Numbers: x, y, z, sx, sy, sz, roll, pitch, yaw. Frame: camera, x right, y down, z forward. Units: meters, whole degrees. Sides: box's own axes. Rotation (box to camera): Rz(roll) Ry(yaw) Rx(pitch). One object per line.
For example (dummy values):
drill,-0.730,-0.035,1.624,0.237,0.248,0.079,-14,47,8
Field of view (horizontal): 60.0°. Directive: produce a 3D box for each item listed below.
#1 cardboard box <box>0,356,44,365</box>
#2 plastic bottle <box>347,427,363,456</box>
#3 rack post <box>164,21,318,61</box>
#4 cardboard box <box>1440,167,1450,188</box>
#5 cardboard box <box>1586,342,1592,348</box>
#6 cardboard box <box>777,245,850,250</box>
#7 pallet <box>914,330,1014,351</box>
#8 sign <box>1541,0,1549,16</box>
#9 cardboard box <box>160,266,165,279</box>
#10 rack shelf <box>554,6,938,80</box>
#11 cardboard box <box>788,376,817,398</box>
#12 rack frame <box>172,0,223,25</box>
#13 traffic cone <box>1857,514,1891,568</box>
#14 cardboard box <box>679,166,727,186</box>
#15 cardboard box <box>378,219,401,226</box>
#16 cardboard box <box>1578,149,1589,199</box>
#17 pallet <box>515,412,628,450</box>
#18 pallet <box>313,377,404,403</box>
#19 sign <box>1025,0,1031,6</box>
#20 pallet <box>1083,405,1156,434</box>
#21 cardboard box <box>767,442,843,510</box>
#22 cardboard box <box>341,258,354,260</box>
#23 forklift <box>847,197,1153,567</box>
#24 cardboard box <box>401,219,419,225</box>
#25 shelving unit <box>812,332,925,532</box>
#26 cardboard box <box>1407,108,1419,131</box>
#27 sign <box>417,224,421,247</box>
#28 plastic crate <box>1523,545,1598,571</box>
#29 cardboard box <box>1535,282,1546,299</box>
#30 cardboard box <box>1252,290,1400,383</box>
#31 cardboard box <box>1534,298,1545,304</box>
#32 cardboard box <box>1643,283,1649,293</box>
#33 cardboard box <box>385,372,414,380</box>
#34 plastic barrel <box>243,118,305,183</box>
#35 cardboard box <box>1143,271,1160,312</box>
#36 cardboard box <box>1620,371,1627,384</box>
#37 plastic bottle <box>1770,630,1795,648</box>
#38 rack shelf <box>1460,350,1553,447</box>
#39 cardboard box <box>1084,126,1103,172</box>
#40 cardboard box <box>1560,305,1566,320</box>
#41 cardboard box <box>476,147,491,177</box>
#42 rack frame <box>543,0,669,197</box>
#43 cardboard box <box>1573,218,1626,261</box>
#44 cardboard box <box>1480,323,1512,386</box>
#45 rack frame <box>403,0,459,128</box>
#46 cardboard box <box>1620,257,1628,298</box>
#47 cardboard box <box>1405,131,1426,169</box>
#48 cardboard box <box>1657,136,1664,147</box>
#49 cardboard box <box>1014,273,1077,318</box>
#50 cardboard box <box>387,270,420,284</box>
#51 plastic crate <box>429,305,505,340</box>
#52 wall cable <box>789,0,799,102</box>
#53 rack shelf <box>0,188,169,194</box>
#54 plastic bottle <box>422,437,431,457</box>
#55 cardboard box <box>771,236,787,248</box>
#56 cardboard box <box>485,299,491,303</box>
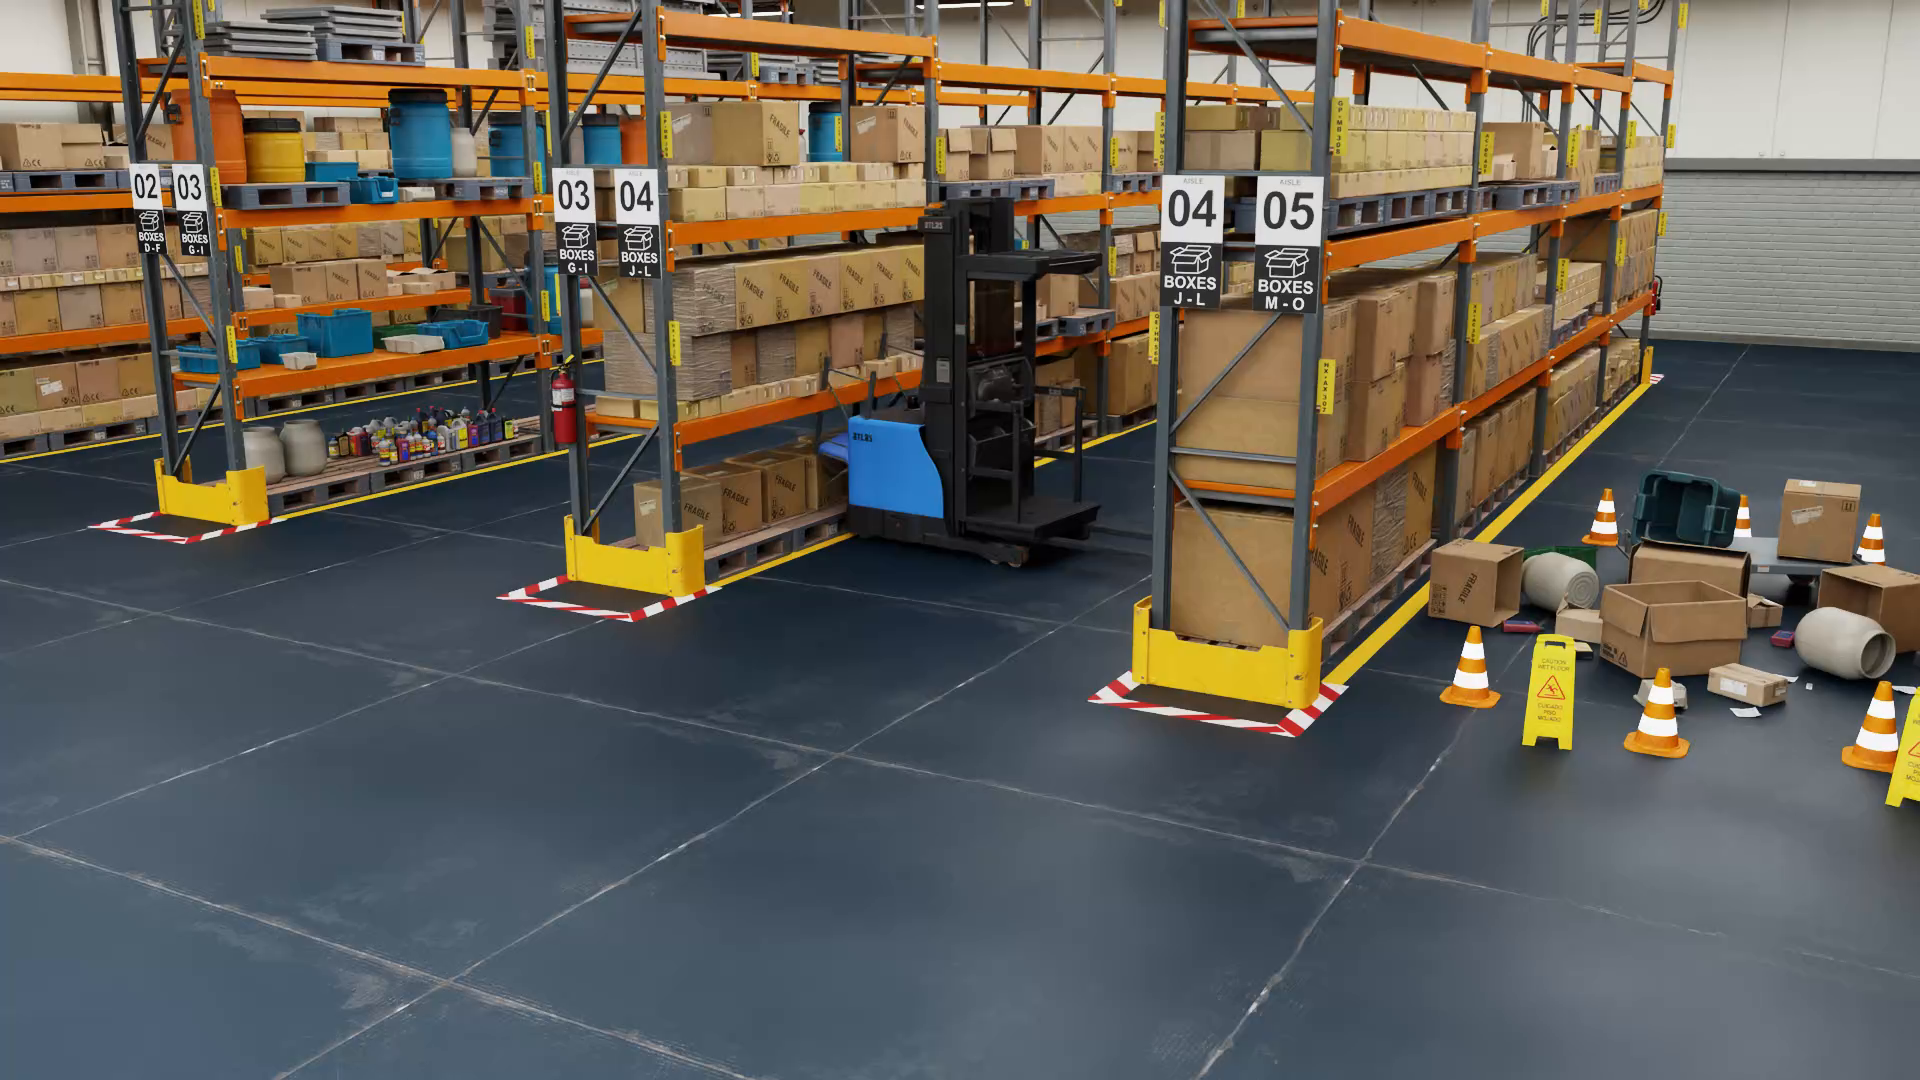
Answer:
cardboard box,-10.797,-1.807,19.001,0.500,0.500,0.500,7,15,28
plastic bottle,-6.282,-1.028,17.269,0.152,0.276,0.135,8,15,28
rack post,-6.455,-4.477,14.969,0.937,0.300,0.954,9,16,34
cardboard box,3.366,-2.660,12.194,0.380,0.149,0.250,7,15,28
cardboard box,8.572,-2.672,23.136,0.380,0.149,0.250,7,15,25
cardboard box,-1.343,-2.435,15.253,0.500,0.500,0.500,7,15,28
pallet,-0.165,-1.969,16.711,1.003,0.211,1.213,7,15,28
sign,7.032,-6.455,19.947,0.100,0.325,0.005,7,15,28
cardboard box,-9.648,-3.171,19.688,0.380,0.149,0.250,7,15,28
rack shelf,-1.629,-4.077,13.786,1.077,0.370,4.000,7,15,28
cardboard box,-1.439,-1.308,14.094,0.380,0.149,0.250,7,15,28
rack frame,-11.737,-7.343,25.791,1.000,3.000,0.127,7,15,28
traffic cone,7.387,0.021,13.460,0.336,0.463,0.334,7,15,28
cardboard box,-2.036,-2.819,12.896,0.380,0.149,0.250,7,15,27
cardboard box,-10.060,-5.586,28.813,0.500,0.250,0.500,8,16,29
cardboard box,6.309,-3.857,17.520,0.500,0.500,0.500,7,15,28
pallet,-4.652,-1.293,19.448,1.003,0.211,1.213,7,15,28
pallet,-8.421,-2.097,22.780,1.003,0.211,1.213,7,15,28
sign,0.784,-6.253,18.937,0.100,0.325,0.005,7,15,28
pallet,1.719,-1.541,20.473,1.003,0.211,1.213,7,15,28
cardboard box,-1.392,-0.579,14.973,0.500,0.500,0.500,6,15,23
cardboard box,-10.510,-4.724,28.224,0.380,0.149,0.250,8,16,30
forklift,0.517,-1.343,13.849,3.031,2.935,1.130,9,16,33
cardboard box,-9.805,-5.690,29.244,0.500,0.250,0.500,8,16,29
shelving unit,-0.822,-0.981,14.912,0.538,1.500,1.048,19,26,21
cardboard box,2.876,-2.841,11.243,0.380,0.149,0.250,8,16,29
sign,-7.878,-4.450,24.290,0.100,0.325,0.005,7,15,28
plastic crate,4.694,0.184,13.249,0.662,0.188,0.450,-8,6,-30
cardboard box,5.960,-2.605,17.310,0.380,0.149,0.250,7,15,28
cardboard box,2.485,-1.411,11.363,0.875,0.550,0.550,7,15,28
cardboard box,5.974,-2.463,17.356,0.380,0.149,0.250,8,16,31
cardboard box,9.522,-3.580,23.521,0.380,0.149,0.250,7,15,28
cardboard box,-7.931,-2.389,23.013,0.500,0.250,0.500,8,16,29
plastic barrel,-6.492,-3.665,15.637,0.600,0.588,0.600,0,14,0
cardboard box,2.237,-3.072,20.662,0.500,0.500,0.500,7,15,27
cardboard box,8.795,-2.214,22.504,0.380,0.149,0.250,8,16,29
plastic bottle,5.747,0.681,11.577,0.133,0.061,0.283,11,17,38
rack shelf,4.598,-1.400,15.476,1.077,0.370,4.000,7,15,28
cardboard box,1.260,-4.367,18.565,0.500,0.500,0.500,8,16,30
cardboard box,6.347,-2.477,18.049,0.380,0.149,0.250,8,16,31
cardboard box,-7.217,-5.466,24.193,0.910,0.500,0.500,7,15,28
rack frame,-2.596,-4.018,12.000,1.000,3.000,0.127,7,15,28
cardboard box,7.930,-3.725,20.604,0.500,0.500,0.500,8,16,29
cardboard box,4.608,-1.672,14.853,0.500,0.500,0.500,7,15,28
rack frame,-7.399,-6.783,23.466,1.000,3.000,0.127,7,15,28
cardboard box,8.191,-3.349,21.179,0.500,0.500,0.500,7,15,28
cardboard box,2.886,-2.682,11.435,0.500,0.250,0.500,7,15,28
cardboard box,9.528,-5.522,23.042,0.380,0.149,0.250,7,15,28
cardboard box,0.863,-2.754,18.449,0.700,0.500,0.500,10,17,36
cardboard box,-8.000,-3.661,23.510,0.500,0.311,0.500,7,15,27
plastic crate,-5.362,-2.360,18.056,0.767,0.338,0.504,7,15,28
wall cable,-2.454,-10.743,35.745,3.097,2.526,0.112,7,15,28
rack shelf,-12.704,-5.125,24.525,1.077,0.370,4.000,7,15,28
plastic bottle,-5.520,-0.964,17.164,0.097,0.201,0.097,0,14,0
cardboard box,-3.509,-5.433,30.457,0.500,0.500,0.500,8,16,30
cardboard box,-9.106,-4.481,31.156,0.700,0.500,0.500,7,15,27
